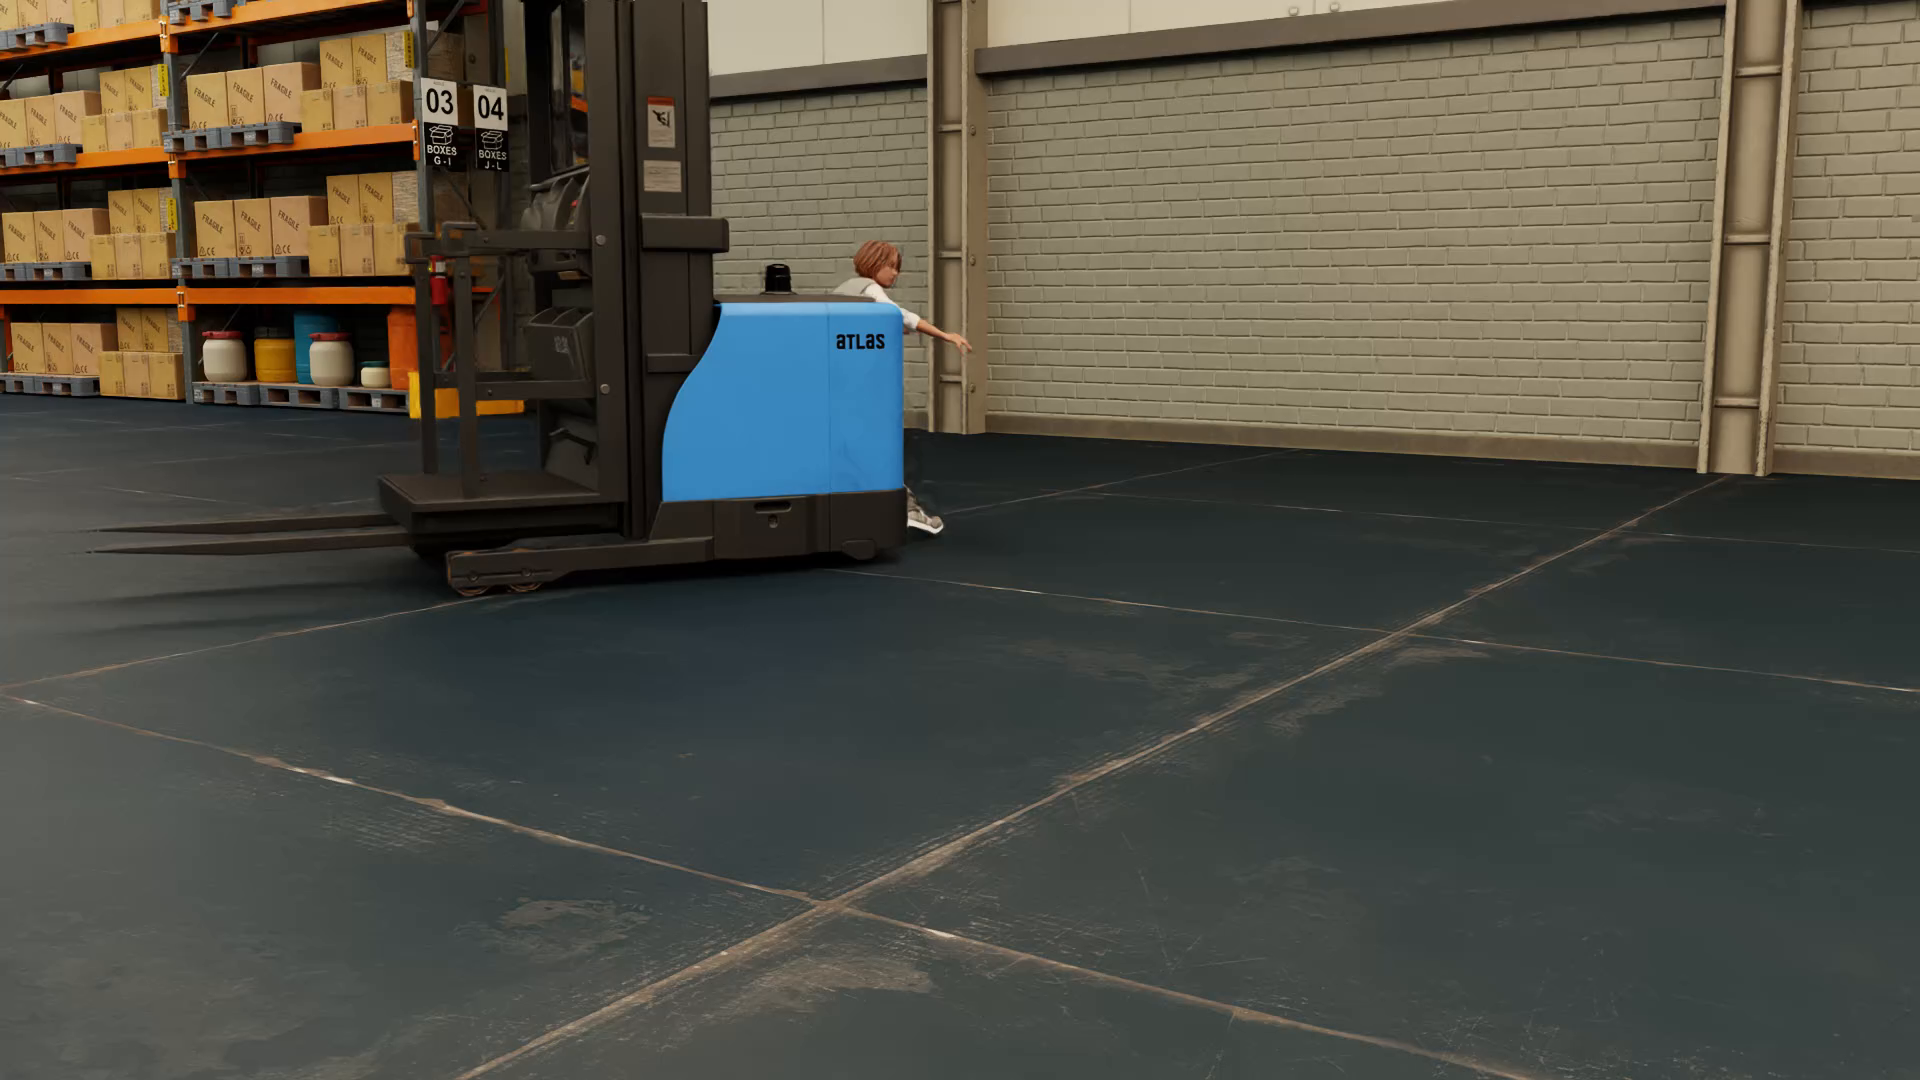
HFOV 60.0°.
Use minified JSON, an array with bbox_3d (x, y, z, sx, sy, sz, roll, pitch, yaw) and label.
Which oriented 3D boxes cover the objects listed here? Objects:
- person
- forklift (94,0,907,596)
[{"bbox_3d":[-0.300,-0.751,7.983,0.846,1.352,0.868,5,9,30],"label":"person"},{"bbox_3d":[-1.777,-1.327,6.527,3.031,2.935,1.130,-4,9,-26],"label":"forklift"}]
